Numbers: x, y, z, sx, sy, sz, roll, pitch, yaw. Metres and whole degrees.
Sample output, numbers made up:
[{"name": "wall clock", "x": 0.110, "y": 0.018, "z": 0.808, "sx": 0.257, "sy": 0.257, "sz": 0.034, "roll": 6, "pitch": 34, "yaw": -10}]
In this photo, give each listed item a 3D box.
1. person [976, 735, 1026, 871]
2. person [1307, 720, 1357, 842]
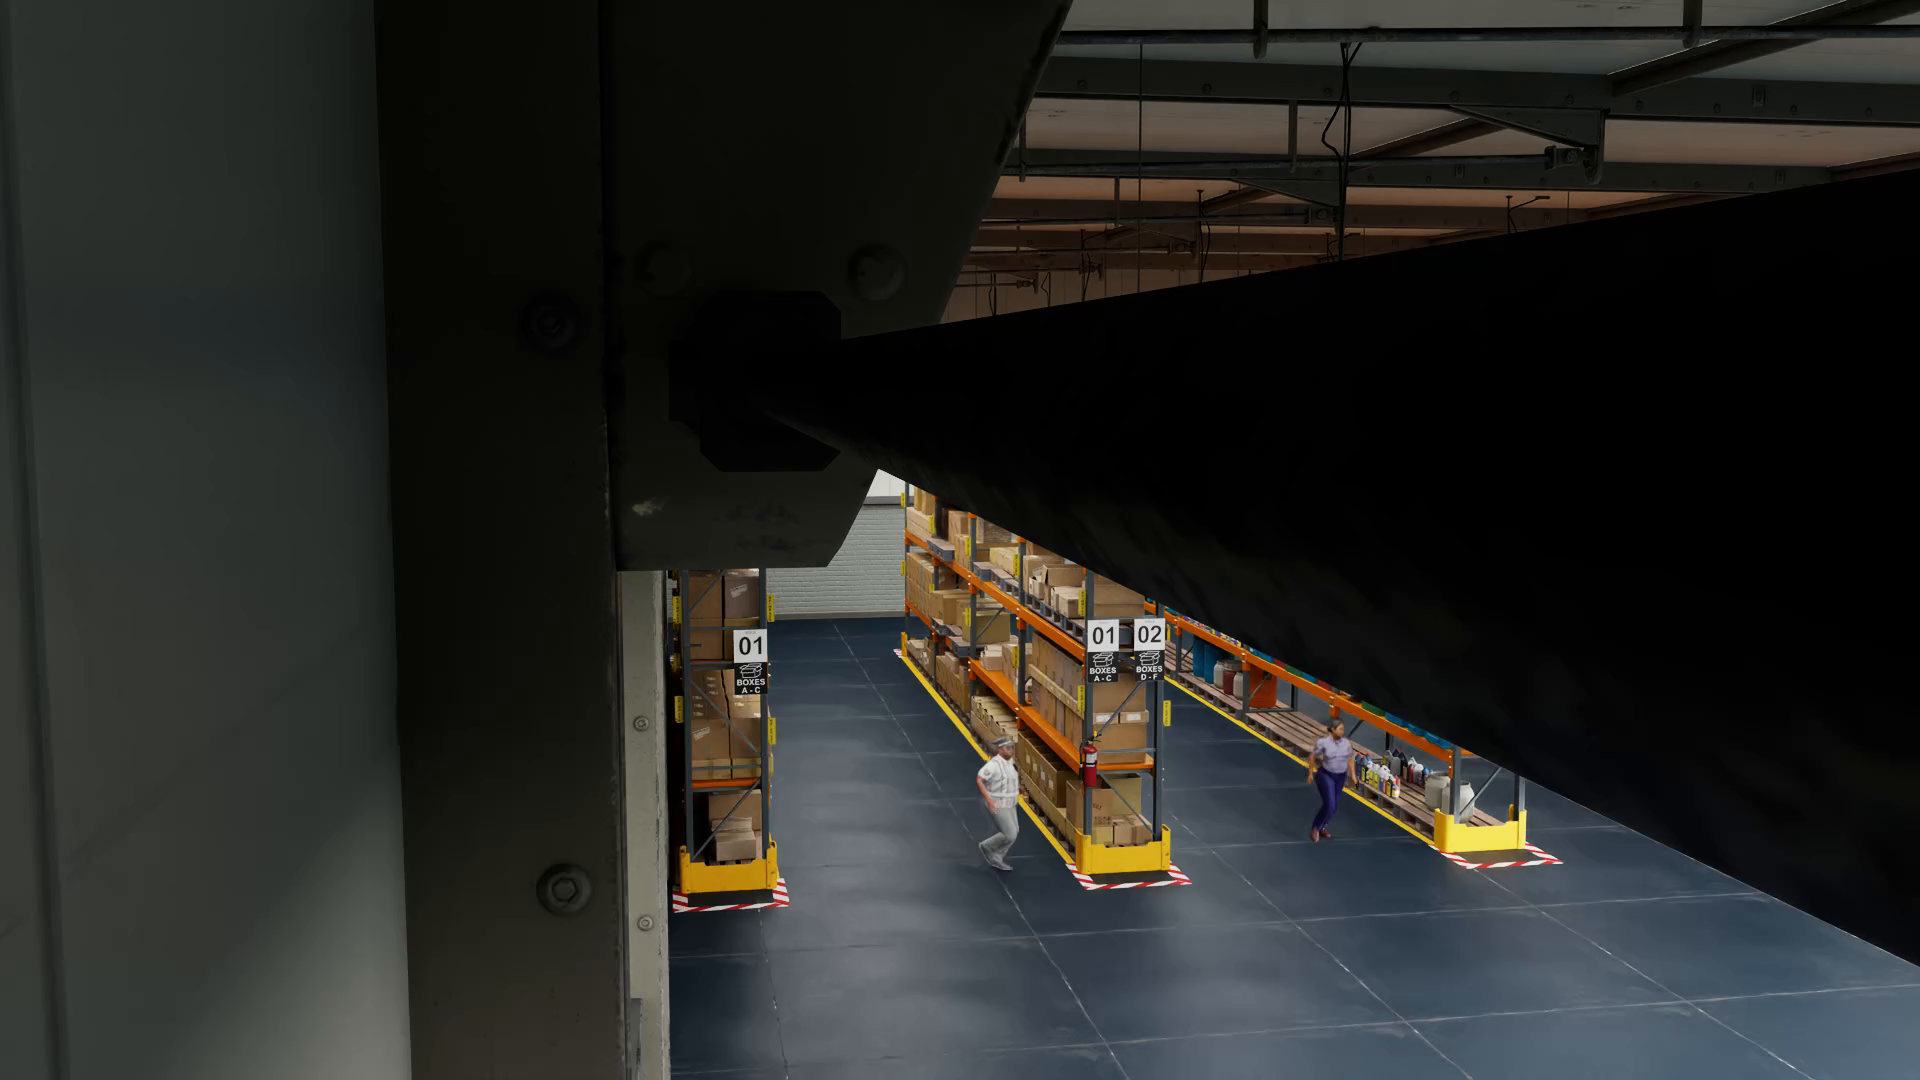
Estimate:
[{"name": "person", "x": 0.543, "y": 3.311, "z": 20.910, "sx": 0.611, "sy": 1.742, "sz": 0.685, "roll": 4, "pitch": 7, "yaw": 31}, {"name": "person", "x": 4.950, "y": 3.200, "z": 22.179, "sx": 0.624, "sy": 1.609, "sz": 0.655, "roll": -2, "pitch": 6, "yaw": -21}]
